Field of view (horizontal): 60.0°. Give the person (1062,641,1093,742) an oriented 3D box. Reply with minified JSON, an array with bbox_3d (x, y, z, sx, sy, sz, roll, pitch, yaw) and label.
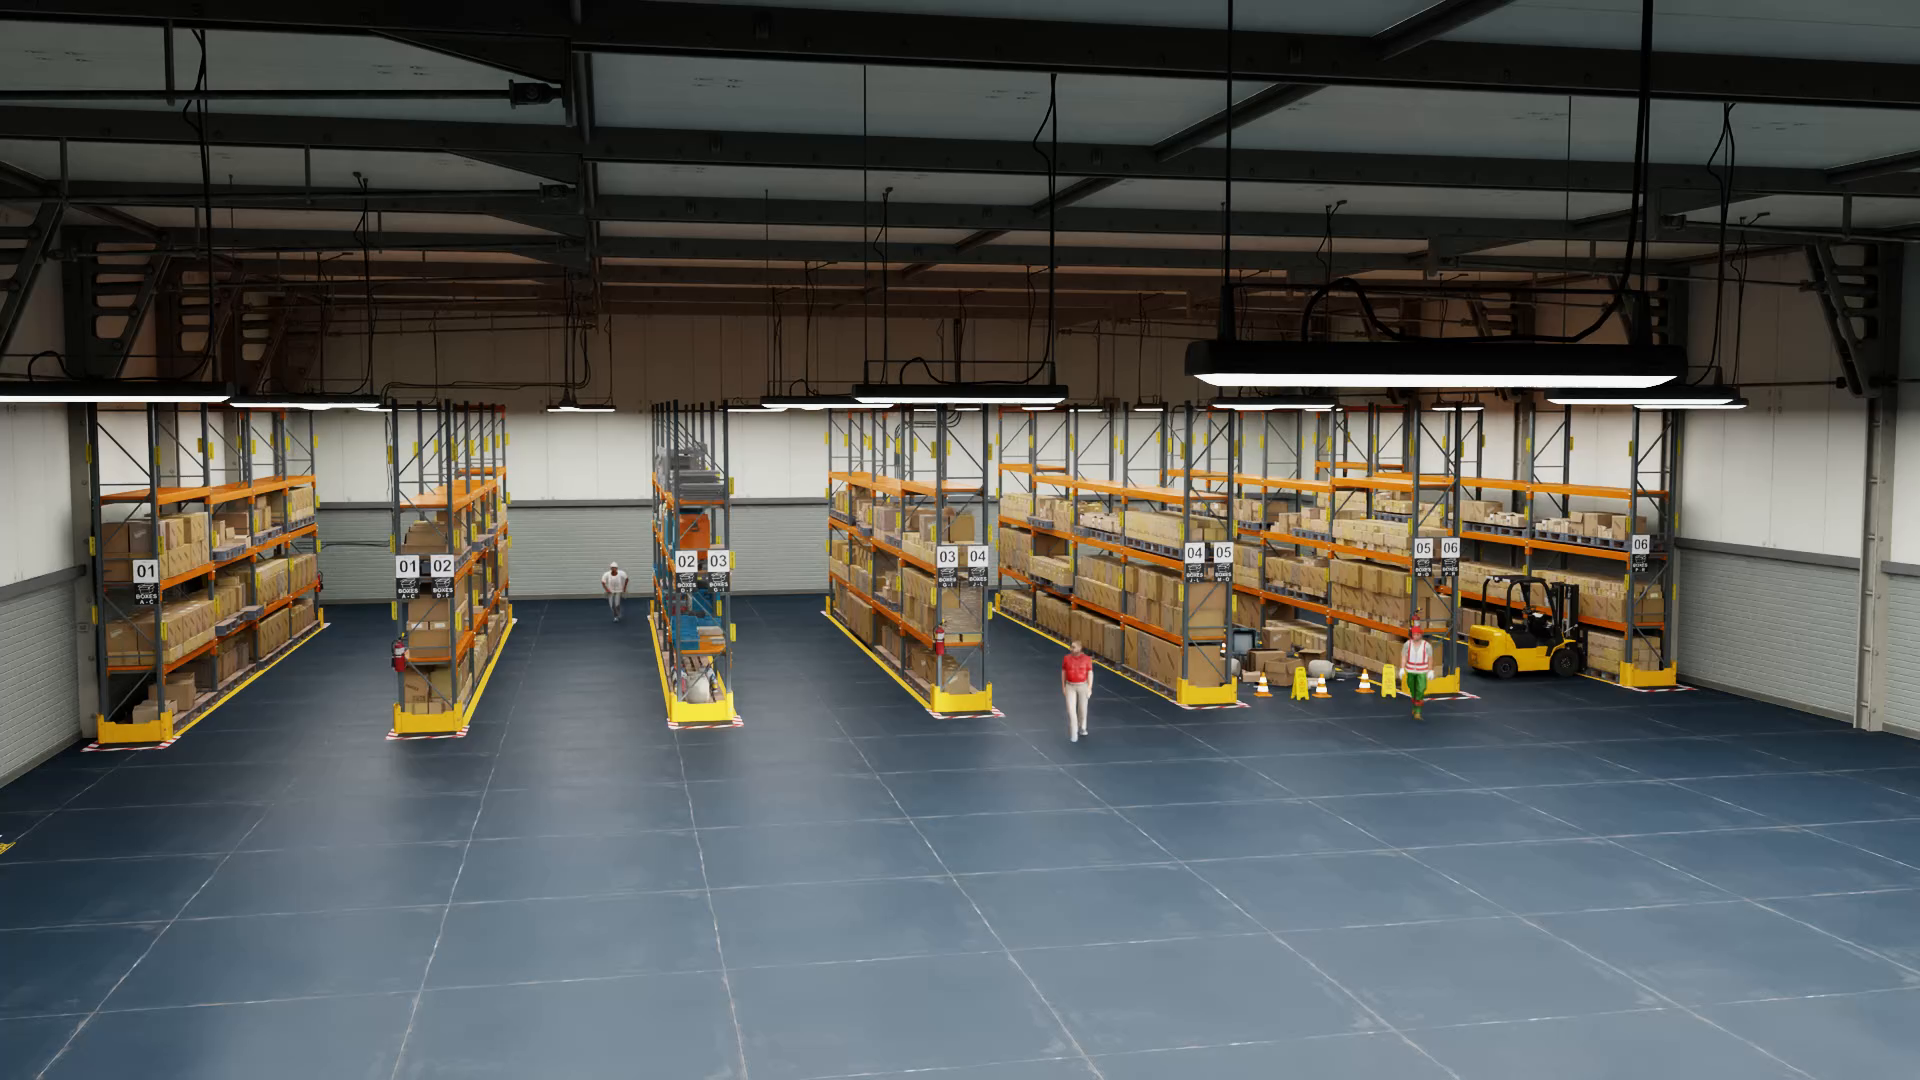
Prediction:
[{"bbox_3d":[2.078,2.671,29.461,0.564,1.776,0.766,1,4,8],"label":"person"}]

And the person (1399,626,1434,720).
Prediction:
[{"bbox_3d":[8.550,2.479,31.211,0.565,1.726,1.027,2,5,30],"label":"person"}]

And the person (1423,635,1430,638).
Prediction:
[{"bbox_3d":[10.784,2.070,38.366,0.483,1.541,0.538,-2,5,-29],"label":"person"}]

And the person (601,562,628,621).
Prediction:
[{"bbox_3d":[-9.531,1.431,45.948,0.697,1.665,0.698,0,4,0],"label":"person"}]
